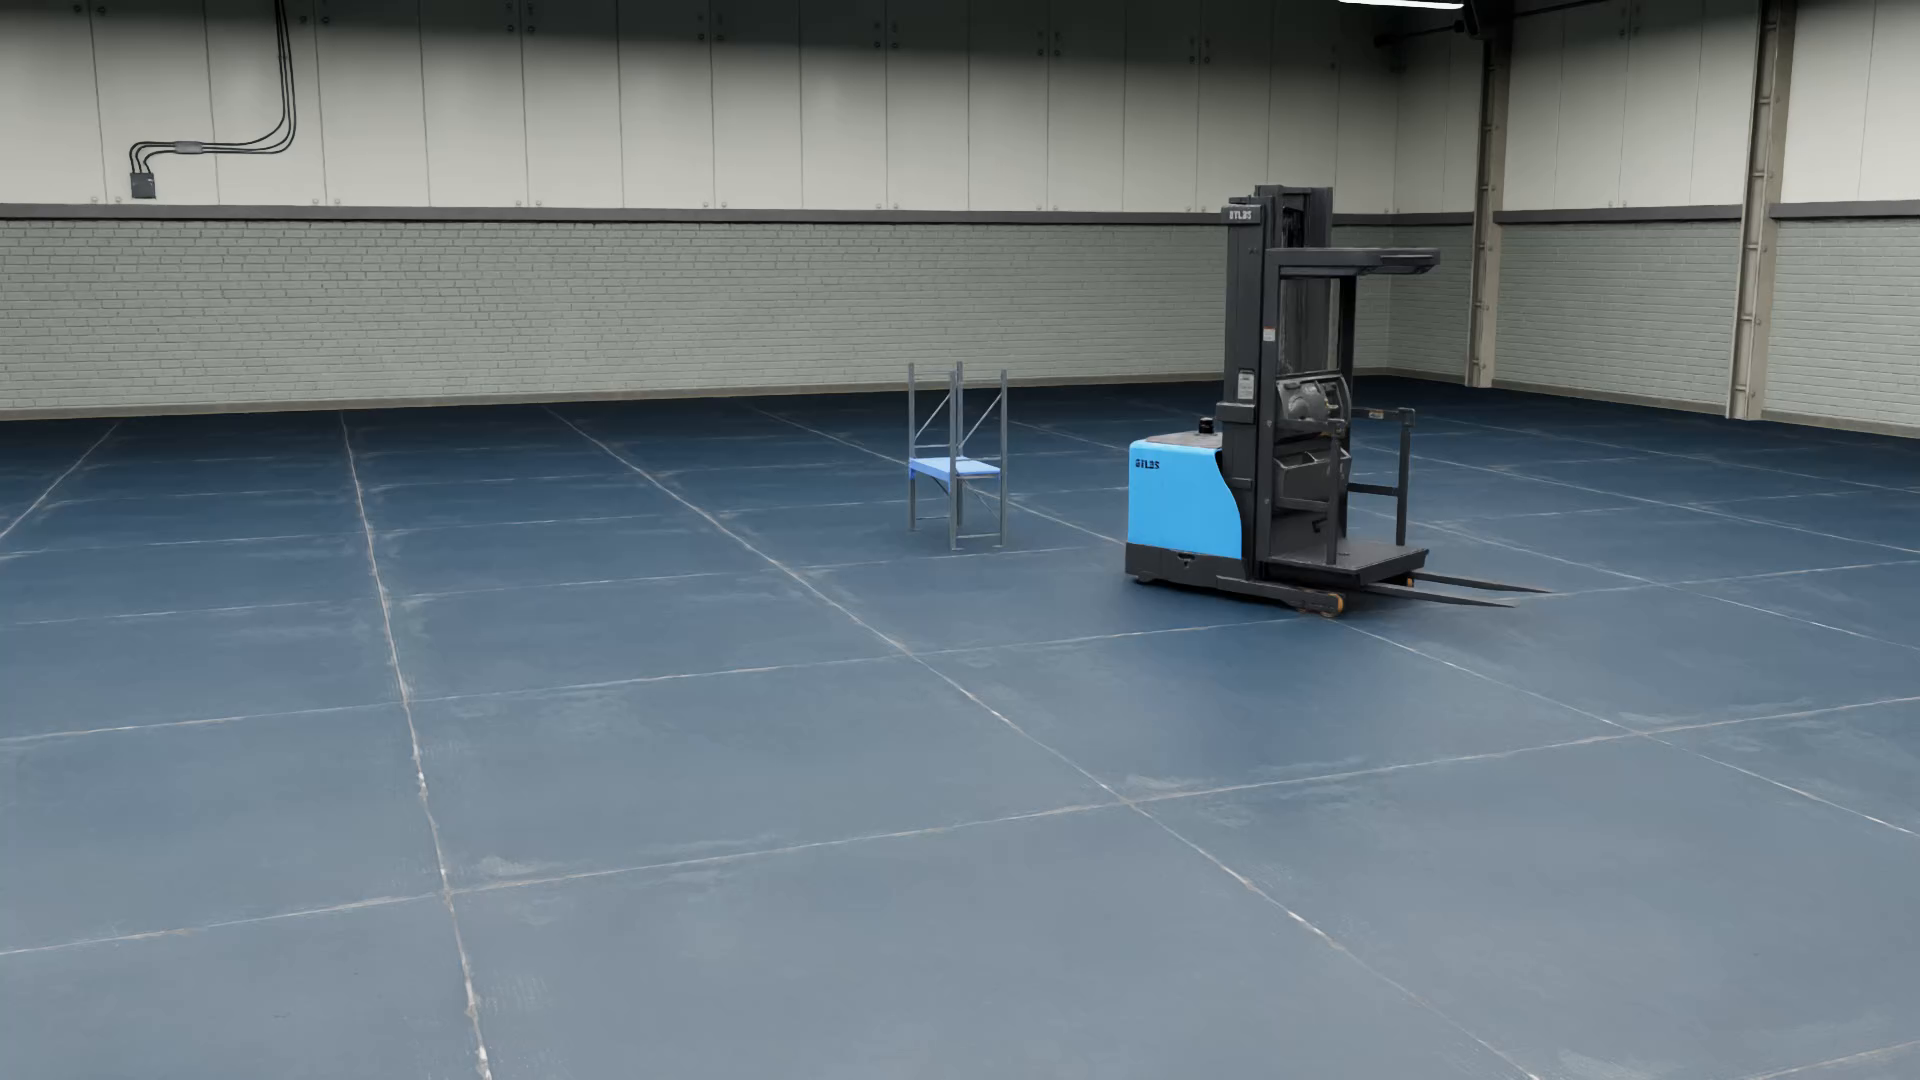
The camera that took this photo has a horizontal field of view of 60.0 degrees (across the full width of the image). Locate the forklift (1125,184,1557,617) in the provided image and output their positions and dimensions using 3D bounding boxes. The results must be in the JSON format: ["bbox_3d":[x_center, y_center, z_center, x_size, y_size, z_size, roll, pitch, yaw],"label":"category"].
[{"bbox_3d":[2.684,-1.015,11.756,3.031,2.935,1.130,9,14,42],"label":"forklift"}]

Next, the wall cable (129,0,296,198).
[{"bbox_3d":[-11.004,-8.029,24.152,2.305,6.003,0.169,-4,11,-21],"label":"wall cable"}]

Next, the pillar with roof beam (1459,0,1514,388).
[{"bbox_3d":[5.324,-6.916,27.604,9.100,9.000,0.548,-4,11,-21],"label":"pillar with roof beam"}]

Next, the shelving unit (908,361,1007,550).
[{"bbox_3d":[-0.031,-0.752,14.367,0.538,1.500,1.048,-4,11,-21],"label":"shelving unit"}]

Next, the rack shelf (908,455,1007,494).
[{"bbox_3d":[-0.031,-0.575,14.399,0.538,0.185,1.000,-4,11,-21],"label":"rack shelf"}]

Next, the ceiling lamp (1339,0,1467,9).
[{"bbox_3d":[6.113,-9.117,23.314,2.000,3.185,0.800,-4,11,-21],"label":"ceiling lamp"}]

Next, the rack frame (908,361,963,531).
[{"bbox_3d":[-0.215,-0.835,14.834,0.500,1.500,0.032,-4,11,-21],"label":"rack frame"}]

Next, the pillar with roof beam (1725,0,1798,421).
[{"bbox_3d":[7.498,-5.936,22.099,9.100,9.000,0.400,-4,11,-21],"label":"pillar with roof beam"}]

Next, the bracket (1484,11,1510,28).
[{"bbox_3d":[9.156,-8.871,28.318,0.235,0.232,0.430,-4,11,-21],"label":"bracket"}]

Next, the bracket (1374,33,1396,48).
[{"bbox_3d":[7.996,-9.393,31.254,0.235,0.232,0.430,-4,11,-21],"label":"bracket"}]

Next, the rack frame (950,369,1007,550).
[{"bbox_3d":[0.153,-0.669,13.901,0.500,1.500,0.032,-4,11,-21],"label":"rack frame"}]

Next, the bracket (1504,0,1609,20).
[{"bbox_3d":[10.089,-8.450,25.953,0.076,0.066,4.783,-4,11,-21],"label":"bracket"}]

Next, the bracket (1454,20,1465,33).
[{"bbox_3d":[8.855,-9.006,29.079,0.235,0.232,0.430,-4,11,-21],"label":"bracket"}]

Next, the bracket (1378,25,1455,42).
[{"bbox_3d":[8.210,-9.297,30.712,0.076,0.066,3.189,-4,11,-21],"label":"bracket"}]
